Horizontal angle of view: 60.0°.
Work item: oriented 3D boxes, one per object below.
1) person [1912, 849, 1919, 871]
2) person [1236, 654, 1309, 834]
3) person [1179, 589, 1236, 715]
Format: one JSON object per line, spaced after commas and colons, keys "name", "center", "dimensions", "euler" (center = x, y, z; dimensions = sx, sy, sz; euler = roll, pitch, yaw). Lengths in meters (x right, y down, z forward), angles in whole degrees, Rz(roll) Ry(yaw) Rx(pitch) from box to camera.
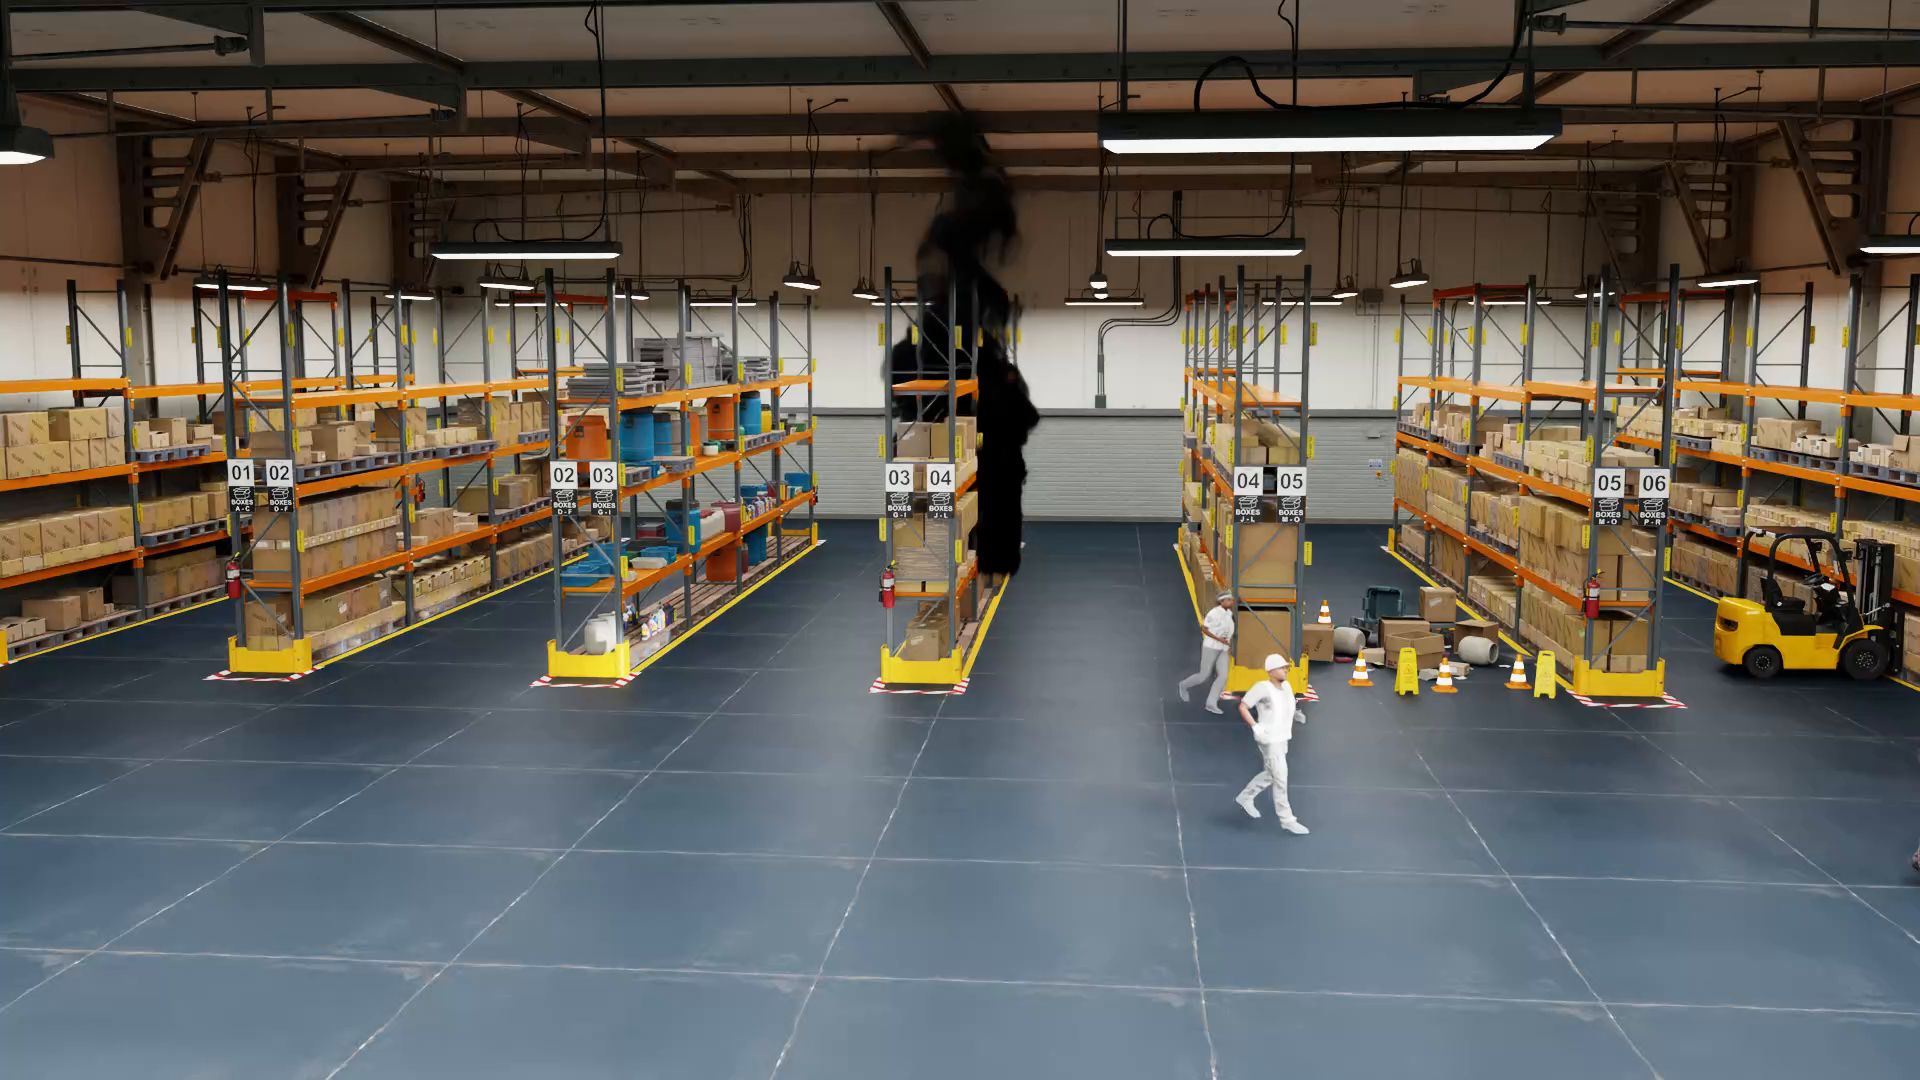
{"name": "person", "center": [9.081, 2.341, 15.057], "dimensions": [0.642, 1.782, 0.783], "euler": [-6, 9, -40]}
{"name": "person", "center": [3.199, 2.041, 16.969], "dimensions": [0.902, 1.779, 0.679], "euler": [6, 9, 39]}
{"name": "person", "center": [3.450, 1.473, 22.534], "dimensions": [0.632, 1.643, 0.803], "euler": [-5, 9, -37]}
